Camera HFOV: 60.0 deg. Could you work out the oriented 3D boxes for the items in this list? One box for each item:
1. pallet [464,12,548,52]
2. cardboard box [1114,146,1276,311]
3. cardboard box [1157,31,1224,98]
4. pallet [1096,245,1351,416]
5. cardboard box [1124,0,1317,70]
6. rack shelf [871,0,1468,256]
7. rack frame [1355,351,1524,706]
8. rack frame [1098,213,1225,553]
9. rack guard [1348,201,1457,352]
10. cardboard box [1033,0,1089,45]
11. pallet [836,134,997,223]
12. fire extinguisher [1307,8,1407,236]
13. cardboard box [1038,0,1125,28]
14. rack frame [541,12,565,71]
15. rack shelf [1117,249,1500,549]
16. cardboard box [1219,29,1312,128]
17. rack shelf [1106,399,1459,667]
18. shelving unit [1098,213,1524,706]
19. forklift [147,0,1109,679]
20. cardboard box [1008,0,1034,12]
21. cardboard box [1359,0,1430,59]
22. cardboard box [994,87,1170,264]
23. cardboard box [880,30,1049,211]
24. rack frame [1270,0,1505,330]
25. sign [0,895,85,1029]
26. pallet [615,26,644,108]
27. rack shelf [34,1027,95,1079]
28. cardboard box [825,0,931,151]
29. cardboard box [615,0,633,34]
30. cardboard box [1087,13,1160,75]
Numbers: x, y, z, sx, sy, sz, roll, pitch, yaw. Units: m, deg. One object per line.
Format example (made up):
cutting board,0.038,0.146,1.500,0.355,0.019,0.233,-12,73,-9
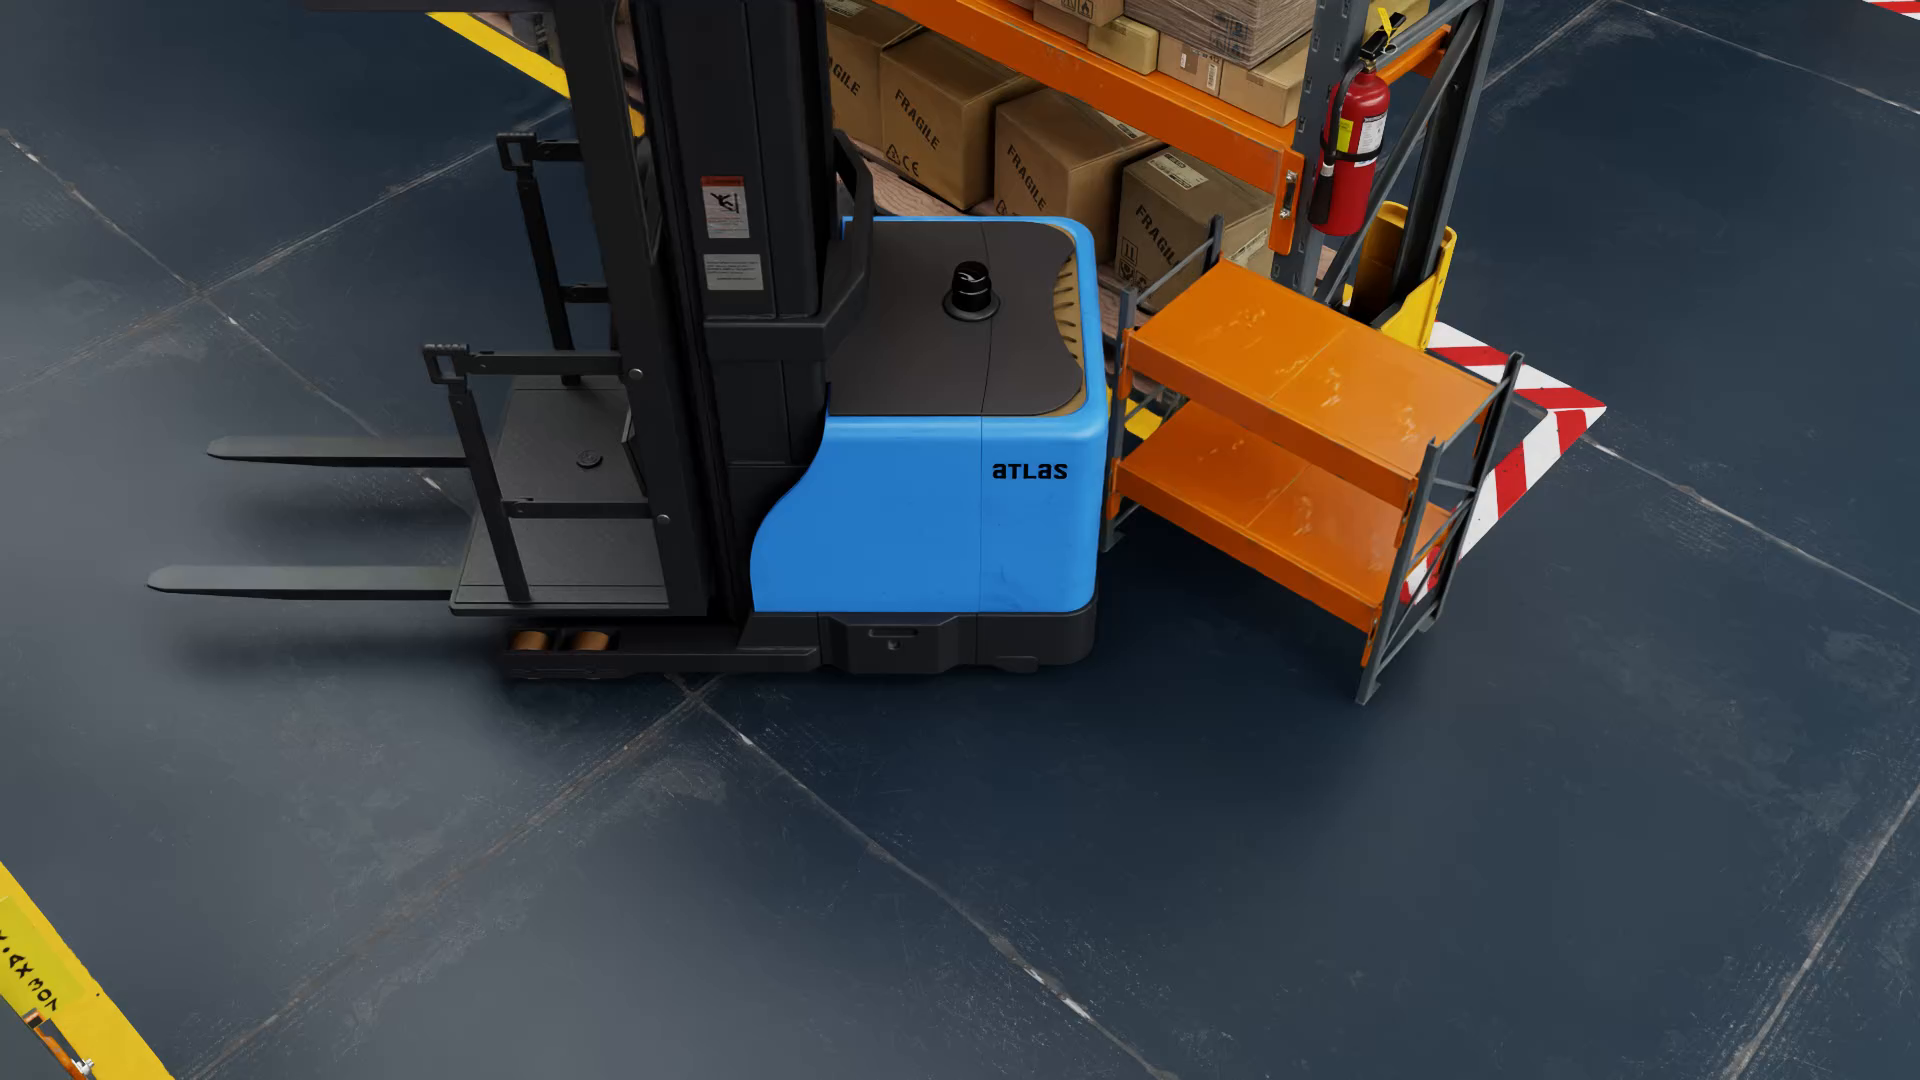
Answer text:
pallet,-2.125,-2.952,8.377,1.213,0.211,1.003,34,55,28
cardboard box,0.940,-1.151,6.200,0.500,0.500,0.500,-28,53,-24
cardboard box,0.854,-1.613,5.380,0.250,0.149,0.380,34,55,28
pallet,0.758,-1.049,6.590,1.213,0.211,1.003,34,55,28
cardboard box,1.002,-1.968,5.267,0.500,0.500,0.875,34,55,28
rack shelf,-0.083,-2.288,6.334,4.000,0.370,1.077,34,55,28
rack frame,1.424,-0.006,4.984,0.032,1.125,0.500,32,54,26
rack frame,0.647,-0.484,5.433,0.032,1.125,0.500,32,54,26
rack guard,1.331,-0.727,6.090,0.348,0.500,1.175,34,55,28
cardboard box,0.463,-1.841,5.594,0.250,0.149,0.380,34,55,28
pallet,-0.134,-1.652,7.156,1.213,0.211,1.003,34,55,28
fire extinguisher,1.159,-1.215,4.886,0.183,0.674,0.296,34,55,28
cardboard box,0.553,-2.151,5.439,0.500,0.500,0.875,34,55,28
rack frame,-1.552,-3.523,7.000,0.127,3.000,1.000,34,55,28
rack shelf,1.035,-0.446,4.995,1.000,0.278,0.538,32,54,26
cardboard box,1.038,-1.489,5.263,0.250,0.149,0.380,34,55,28
rack shelf,1.035,-0.078,5.387,1.000,0.278,0.538,32,54,26
shelving unit,1.035,-0.245,5.209,1.048,1.125,0.538,32,54,26
forklift,-1.084,-0.944,4.625,3.031,2.935,1.130,0,47,0
cardboard box,0.307,-1.987,5.730,0.250,0.149,0.380,34,55,28
cardboard box,1.339,-1.728,5.487,0.250,0.149,0.380,34,55,28
cardboard box,0.477,-1.428,6.460,0.500,0.500,0.500,-25,52,-21
cardboard box,0.030,-1.748,6.760,0.500,0.500,0.500,-33,55,-27
rack frame,1.387,-1.545,5.143,0.127,3.000,1.000,34,55,28
sign,-1.596,0.721,2.826,0.005,0.325,0.100,34,55,28
pallet,-1.035,-2.255,7.723,1.213,0.211,1.003,34,55,28
rack shelf,-3.442,0.366,3.843,4.000,0.370,1.077,34,55,28
cardboard box,-0.350,-2.048,7.042,0.500,0.500,0.500,29,53,25
cardboard box,-1.285,-2.592,7.552,0.500,0.500,0.500,32,55,27
cardboard box,0.636,-1.709,5.470,0.250,0.149,0.380,34,55,28
